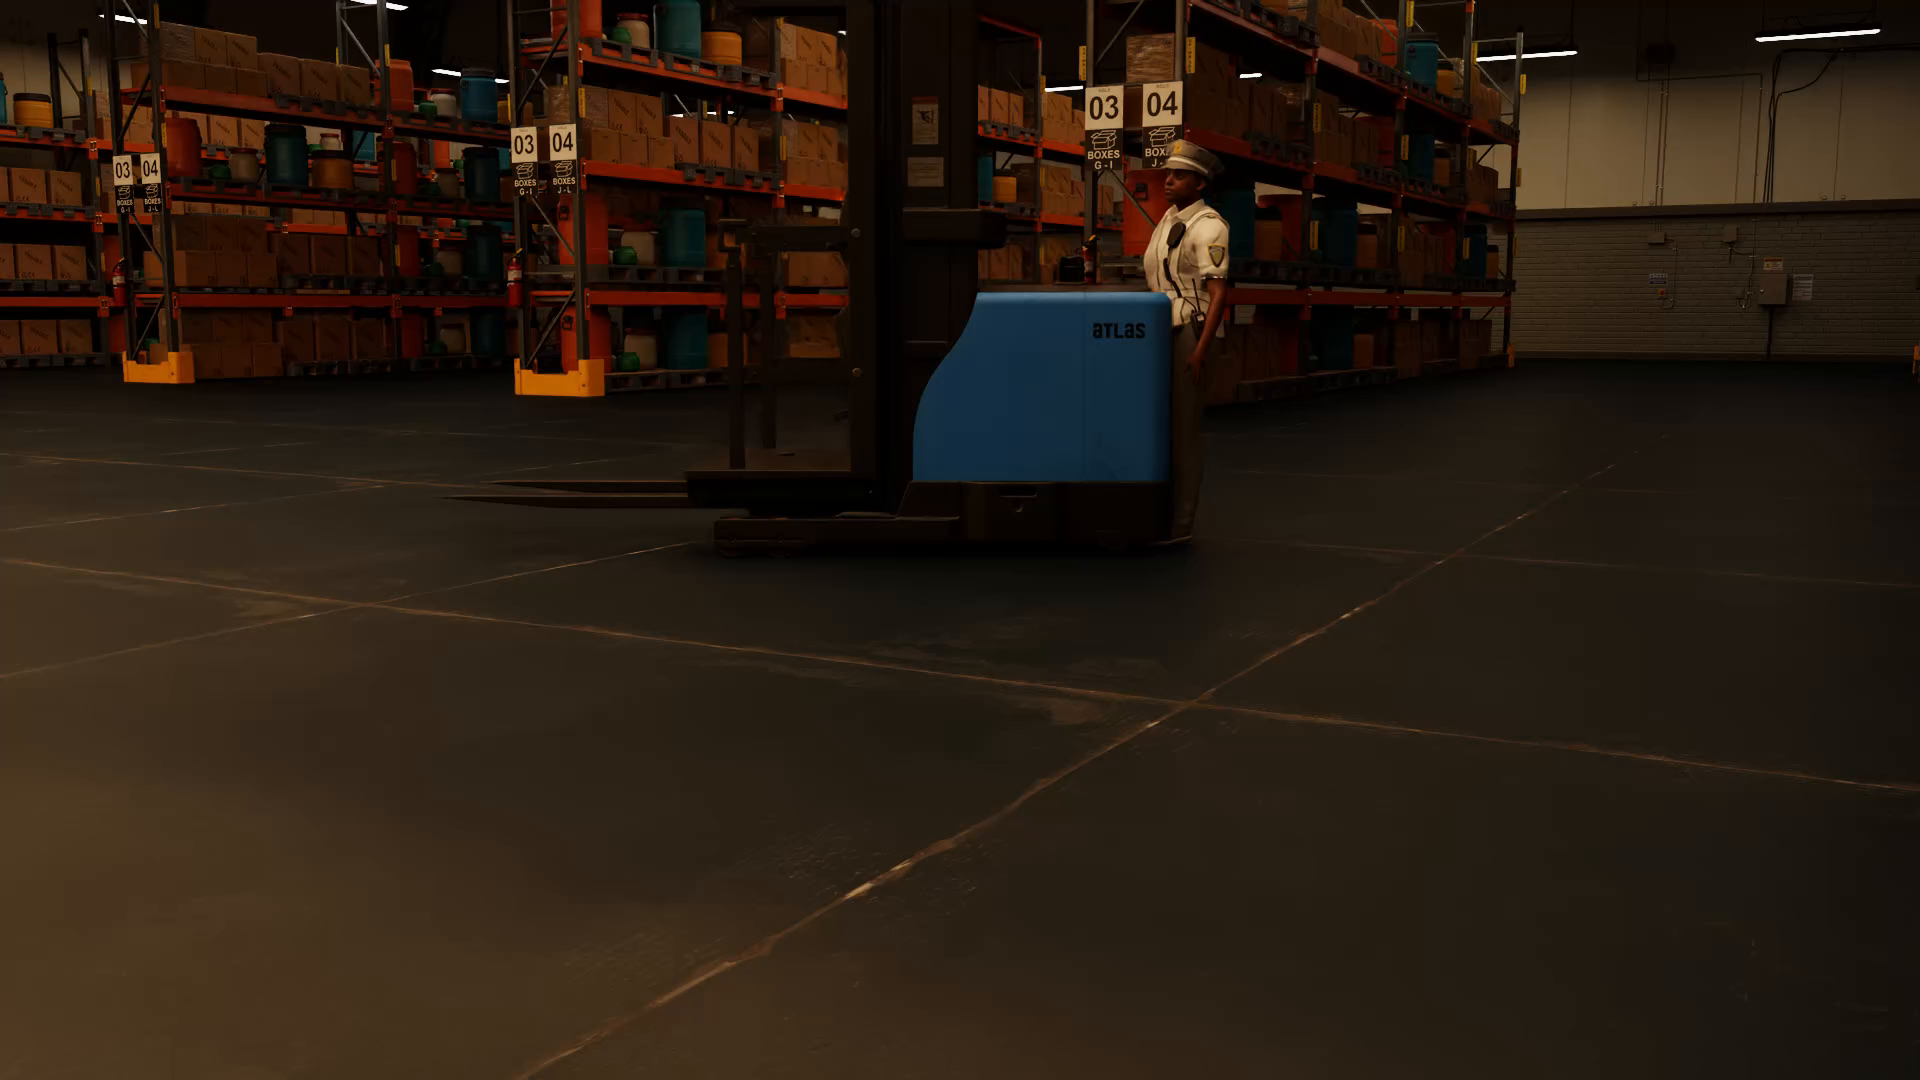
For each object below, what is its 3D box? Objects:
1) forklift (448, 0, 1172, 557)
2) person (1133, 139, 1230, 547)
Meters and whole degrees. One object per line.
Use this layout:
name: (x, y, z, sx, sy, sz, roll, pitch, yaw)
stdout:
forklift: (-0.635, -1.453, 7.124, 3.031, 2.935, 1.130, 0, 8, 1)
person: (0.831, -0.822, 7.027, 0.562, 1.692, 0.575, -3, 9, -23)
